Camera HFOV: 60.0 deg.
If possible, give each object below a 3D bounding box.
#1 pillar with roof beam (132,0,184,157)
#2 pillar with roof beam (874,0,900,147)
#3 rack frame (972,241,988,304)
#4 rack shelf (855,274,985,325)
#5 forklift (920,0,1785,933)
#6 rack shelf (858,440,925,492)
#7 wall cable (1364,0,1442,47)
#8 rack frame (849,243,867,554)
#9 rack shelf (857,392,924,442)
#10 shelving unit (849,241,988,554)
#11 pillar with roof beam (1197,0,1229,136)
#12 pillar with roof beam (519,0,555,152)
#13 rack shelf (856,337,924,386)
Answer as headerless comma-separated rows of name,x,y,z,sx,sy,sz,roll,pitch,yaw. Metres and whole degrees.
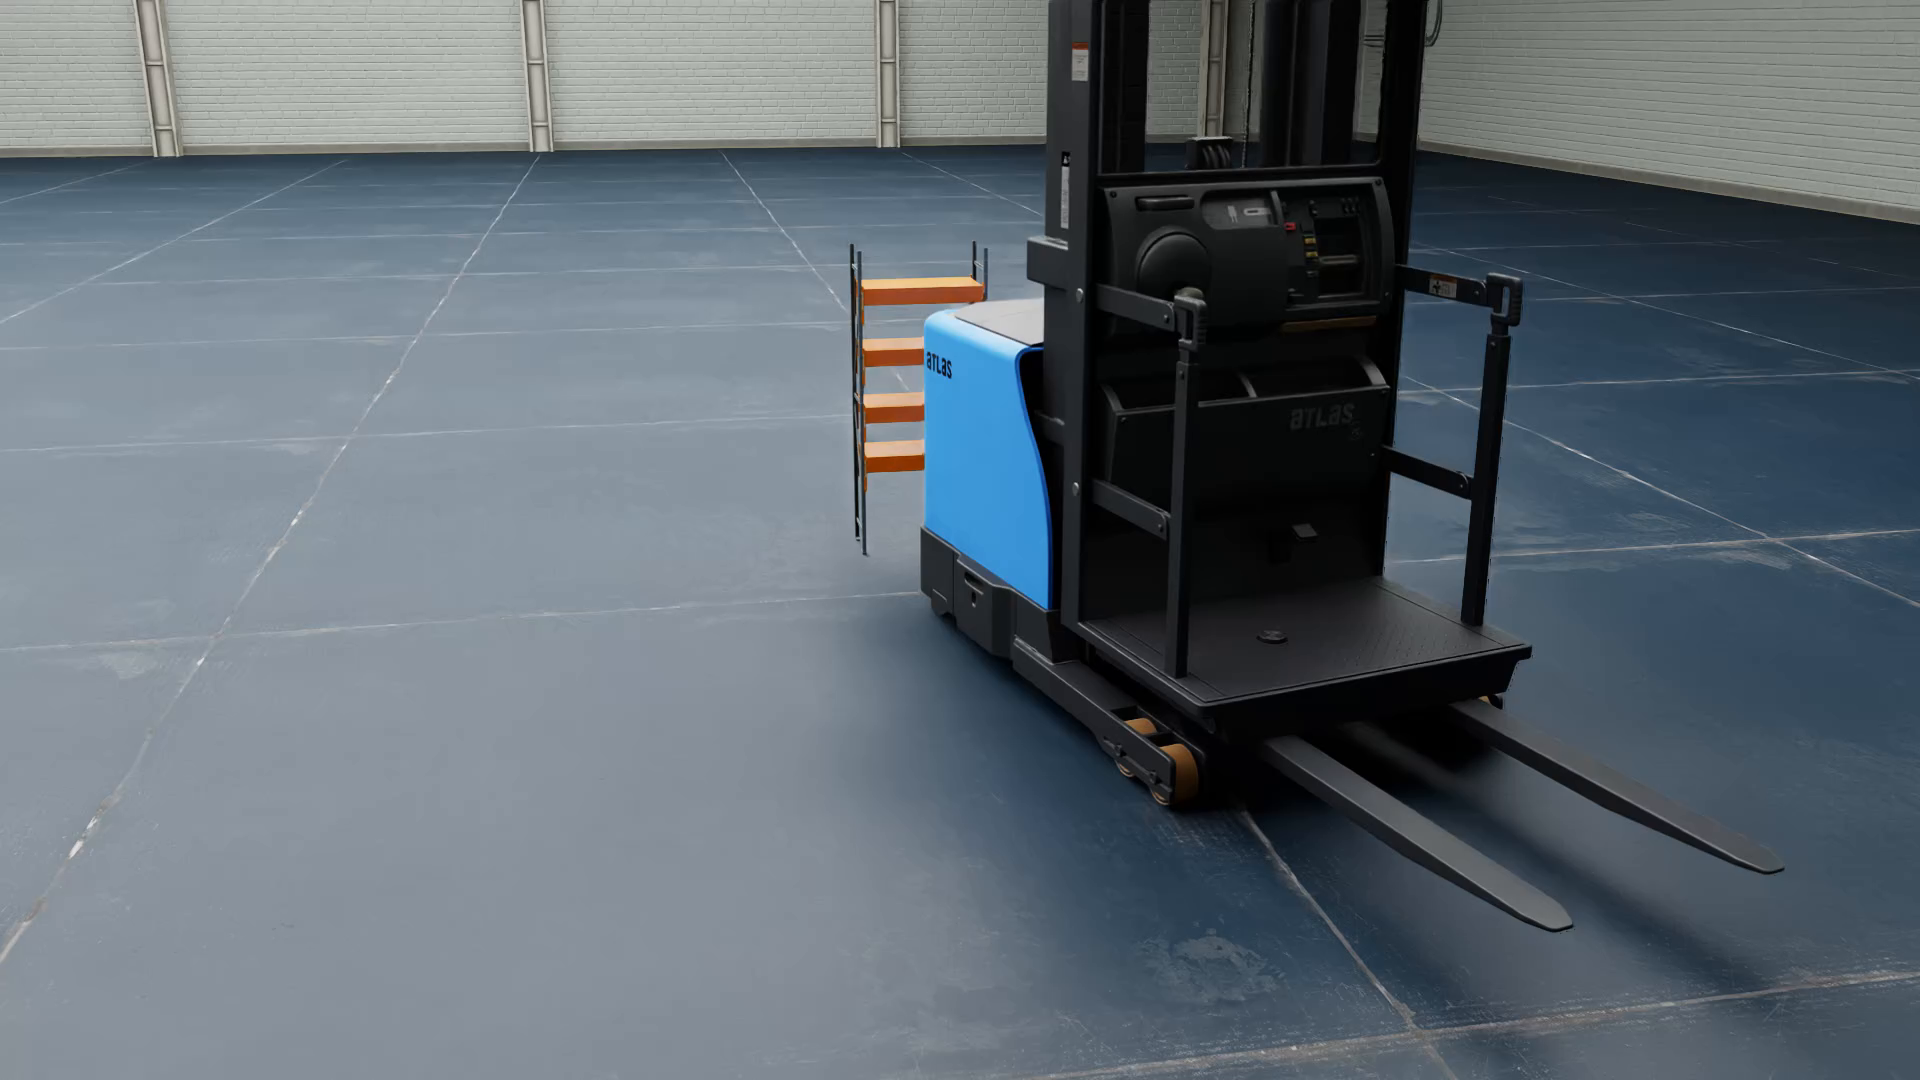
pillar with roof beam,-12.248,-9.406,22.108,0.400,9.000,9.100,-3,17,-10
pillar with roof beam,-0.466,-10.074,24.285,0.400,9.000,9.100,-3,17,-10
rack frame,0.077,-0.578,6.650,0.015,1.200,0.240,-3,17,-10
rack shelf,-0.163,-0.940,6.490,0.480,0.148,0.258,-3,17,-10
forklift,0.917,-0.828,4.516,1.130,2.935,3.031,-7,19,-23
rack shelf,-0.163,-0.310,6.684,0.480,0.148,0.258,-3,17,-10
wall cable,7.752,-9.948,29.162,0.112,2.526,3.097,-3,17,-10
rack frame,-0.402,-0.551,6.561,0.015,1.200,0.240,-3,17,-10
rack shelf,-0.163,-0.500,6.625,0.480,0.148,0.258,-3,17,-10
shelving unit,-0.163,-0.564,6.606,0.503,1.200,0.258,-3,17,-10
pillar with roof beam,5.425,-10.408,25.373,0.400,9.000,9.100,-3,17,-10
pillar with roof beam,-6.357,-9.740,23.196,0.400,9.000,9.100,-3,17,-10
rack shelf,-0.163,-0.714,6.560,0.480,0.148,0.258,-3,17,-10
